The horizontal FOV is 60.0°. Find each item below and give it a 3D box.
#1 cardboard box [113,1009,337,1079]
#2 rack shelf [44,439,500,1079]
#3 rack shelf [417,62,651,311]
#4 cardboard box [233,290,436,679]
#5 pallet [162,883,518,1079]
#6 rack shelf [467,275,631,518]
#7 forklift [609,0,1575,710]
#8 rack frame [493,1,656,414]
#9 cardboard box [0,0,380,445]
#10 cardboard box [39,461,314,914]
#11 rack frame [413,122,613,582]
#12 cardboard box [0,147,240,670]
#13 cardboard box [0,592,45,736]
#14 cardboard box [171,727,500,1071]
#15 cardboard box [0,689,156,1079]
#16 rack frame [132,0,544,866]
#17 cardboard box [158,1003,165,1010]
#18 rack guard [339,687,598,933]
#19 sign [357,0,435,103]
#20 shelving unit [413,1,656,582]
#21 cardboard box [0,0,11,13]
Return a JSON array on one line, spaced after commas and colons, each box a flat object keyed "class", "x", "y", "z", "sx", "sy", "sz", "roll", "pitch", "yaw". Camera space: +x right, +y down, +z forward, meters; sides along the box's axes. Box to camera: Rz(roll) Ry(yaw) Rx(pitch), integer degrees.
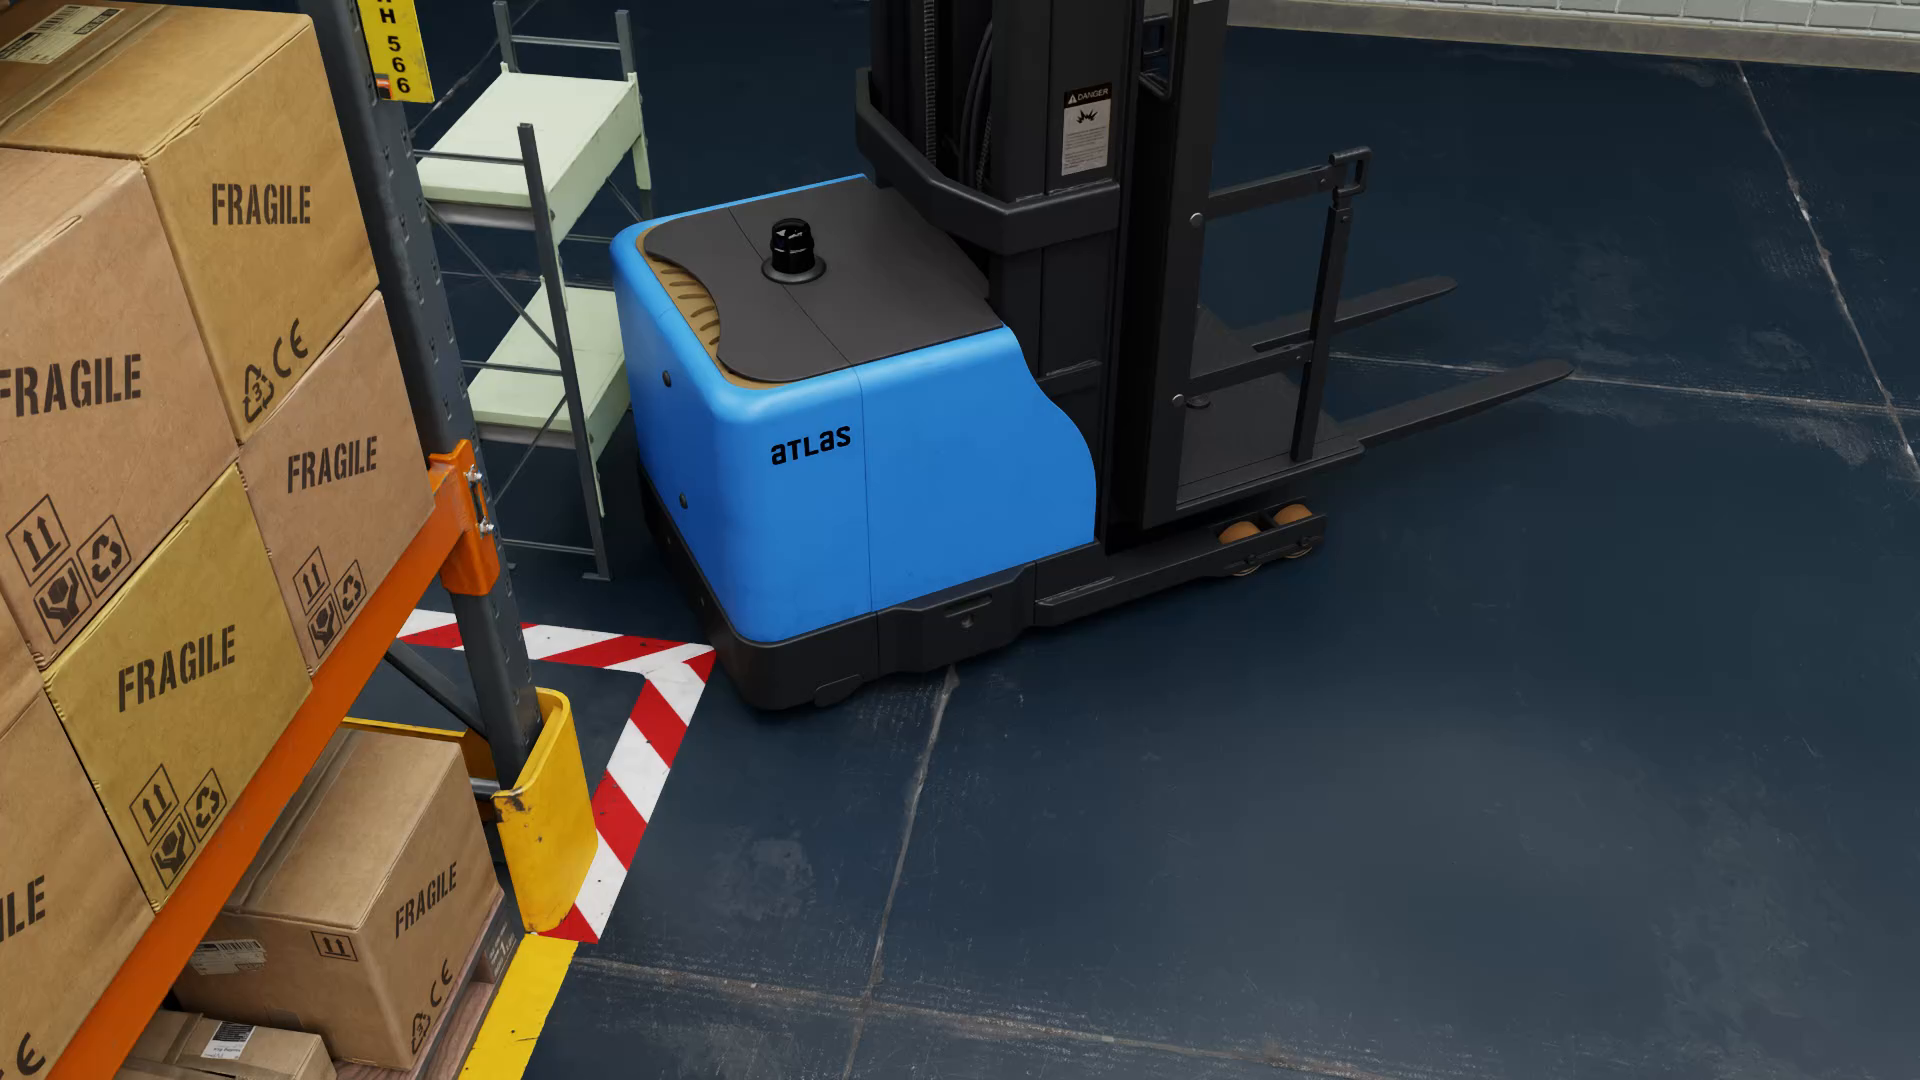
[{"class": "cardboard box", "x": -1.527, "y": 1.130, "z": 3.408, "sx": 0.380, "sy": 0.166, "sz": 0.250, "roll": 6, "pitch": 40, "yaw": 8}, {"class": "rack shelf", "x": -1.863, "y": 1.127, "z": 2.097, "sx": 1.077, "sy": 0.370, "sz": 4.000, "roll": 6, "pitch": 40, "yaw": 8}, {"class": "rack shelf", "x": -1.201, "y": -1.009, "z": 4.680, "sx": 0.431, "sy": 0.370, "sz": 0.720, "roll": 7, "pitch": 40, "yaw": 8}, {"class": "cardboard box", "x": -1.326, "y": -0.133, "z": 2.978, "sx": 0.500, "sy": 0.500, "sz": 0.500, "roll": 8, "pitch": 40, "yaw": 9}, {"class": "pallet", "x": -1.667, "y": 1.218, "z": 3.612, "sx": 1.003, "sy": 0.211, "sz": 1.213, "roll": 6, "pitch": 40, "yaw": 8}, {"class": "rack shelf", "x": -1.201, "y": -0.457, "z": 5.137, "sx": 0.431, "sy": 0.370, "sz": 0.720, "roll": 7, "pitch": 40, "yaw": 8}, {"class": "forklift", "x": 0.566, "y": -1.305, "z": 4.528, "sx": 3.031, "sy": 2.935, "sz": 1.130, "roll": -17, "pitch": 43, "yaw": -20}, {"class": "rack frame", "x": -1.136, "y": -0.937, "z": 5.207, "sx": 0.400, "sy": 1.500, "sz": 0.023, "roll": 7, "pitch": 40, "yaw": 8}, {"class": "cardboard box", "x": -1.323, "y": -0.519, "z": 2.661, "sx": 0.500, "sy": 0.500, "sz": 0.500, "roll": 6, "pitch": 40, "yaw": 7}, {"class": "cardboard box", "x": -1.412, "y": 0.193, "z": 2.584, "sx": 0.500, "sy": 0.500, "sz": 0.500, "roll": 7, "pitch": 40, "yaw": 8}, {"class": "rack frame", "x": -1.266, "y": -0.478, "z": 4.652, "sx": 0.400, "sy": 1.500, "sz": 0.023, "roll": 7, "pitch": 40, "yaw": 8}, {"class": "cardboard box", "x": -1.409, "y": -0.202, "z": 2.278, "sx": 0.500, "sy": 0.500, "sz": 0.500, "roll": 7, "pitch": 40, "yaw": 9}, {"class": "cardboard box", "x": -1.494, "y": 0.124, "z": 1.883, "sx": 0.500, "sy": 0.500, "sz": 0.500, "roll": 7, "pitch": 40, "yaw": 9}, {"class": "cardboard box", "x": -1.368, "y": 0.757, "z": 3.597, "sx": 0.500, "sy": 0.500, "sz": 0.500, "roll": 6, "pitch": 40, "yaw": 8}, {"class": "cardboard box", "x": -1.504, "y": 0.506, "z": 2.206, "sx": 0.500, "sy": 0.500, "sz": 0.500, "roll": 7, "pitch": 40, "yaw": 8}, {"class": "rack frame", "x": -1.517, "y": -0.405, "z": 3.386, "sx": 1.000, "sy": 3.000, "sz": 0.127, "roll": 6, "pitch": 40, "yaw": 8}, {"class": "cardboard box", "x": -1.977, "y": 1.109, "z": 3.368, "sx": 0.500, "sy": 0.250, "sz": 0.500, "roll": 6, "pitch": 40, "yaw": 8}, {"class": "rack guard", "x": -1.530, "y": 0.606, "z": 4.125, "sx": 1.175, "sy": 0.500, "sz": 0.348, "roll": 6, "pitch": 40, "yaw": 8}, {"class": "sign", "x": -0.973, "y": -0.900, "z": 2.827, "sx": 0.100, "sy": 0.325, "sz": 0.005, "roll": 6, "pitch": 40, "yaw": 8}, {"class": "shelving unit", "x": -1.201, "y": -0.708, "z": 4.929, "sx": 0.431, "sy": 1.500, "sz": 0.755, "roll": 7, "pitch": 40, "yaw": 8}, {"class": "cardboard box", "x": -1.853, "y": -0.580, "z": 2.734, "sx": 0.500, "sy": 0.500, "sz": 0.500, "roll": 8, "pitch": 40, "yaw": 9}]
